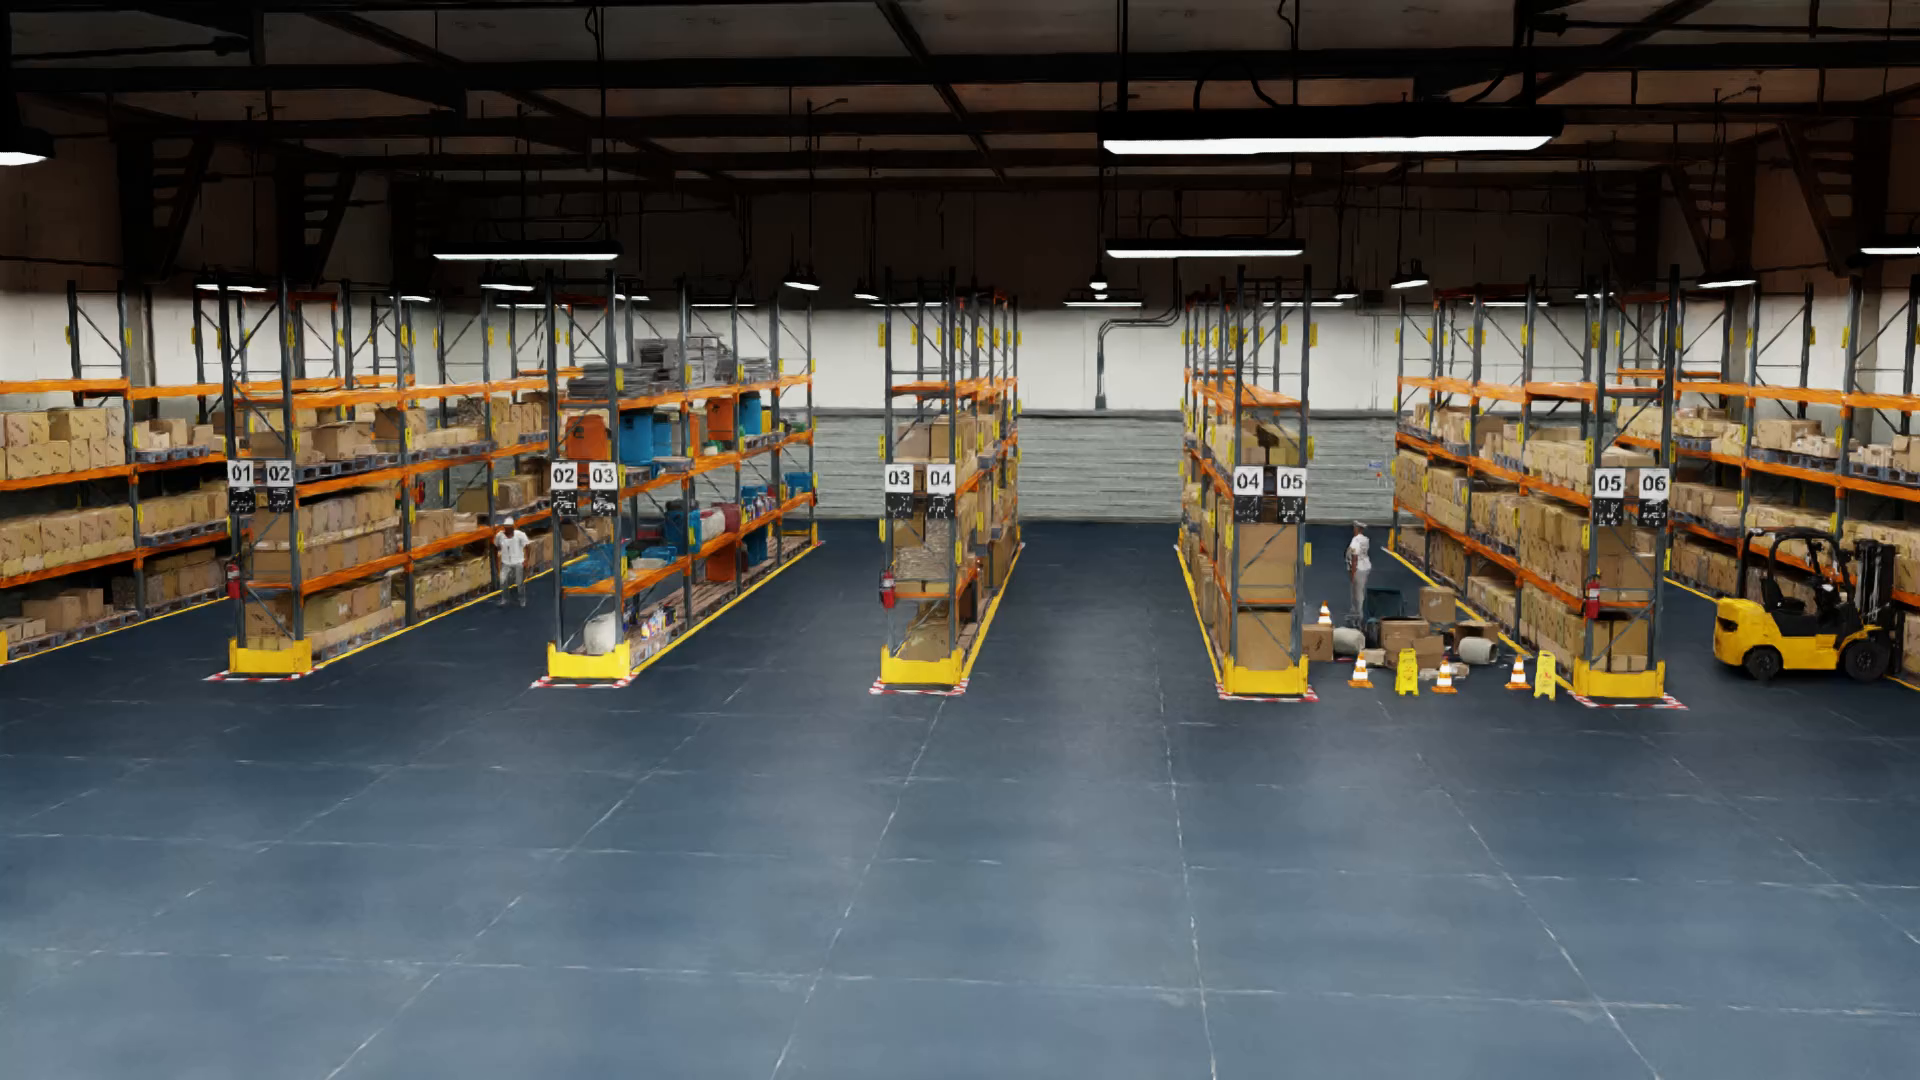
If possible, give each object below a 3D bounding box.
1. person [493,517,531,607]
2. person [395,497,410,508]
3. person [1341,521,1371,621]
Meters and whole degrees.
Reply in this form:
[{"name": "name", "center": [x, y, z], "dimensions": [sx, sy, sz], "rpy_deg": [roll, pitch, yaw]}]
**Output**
[{"name": "person", "center": [-8.335, 0.412, 30.904], "dimensions": [0.719, 1.714, 0.578], "rpy_deg": [0, 7, 3]}, {"name": "person", "center": [-14.347, -1.078, 42.671], "dimensions": [0.530, 1.785, 0.715], "rpy_deg": [6, 9, 42]}, {"name": "person", "center": [7.007, 0.543, 29.491], "dimensions": [0.504, 1.759, 0.588], "rpy_deg": [5, 8, 34]}]
